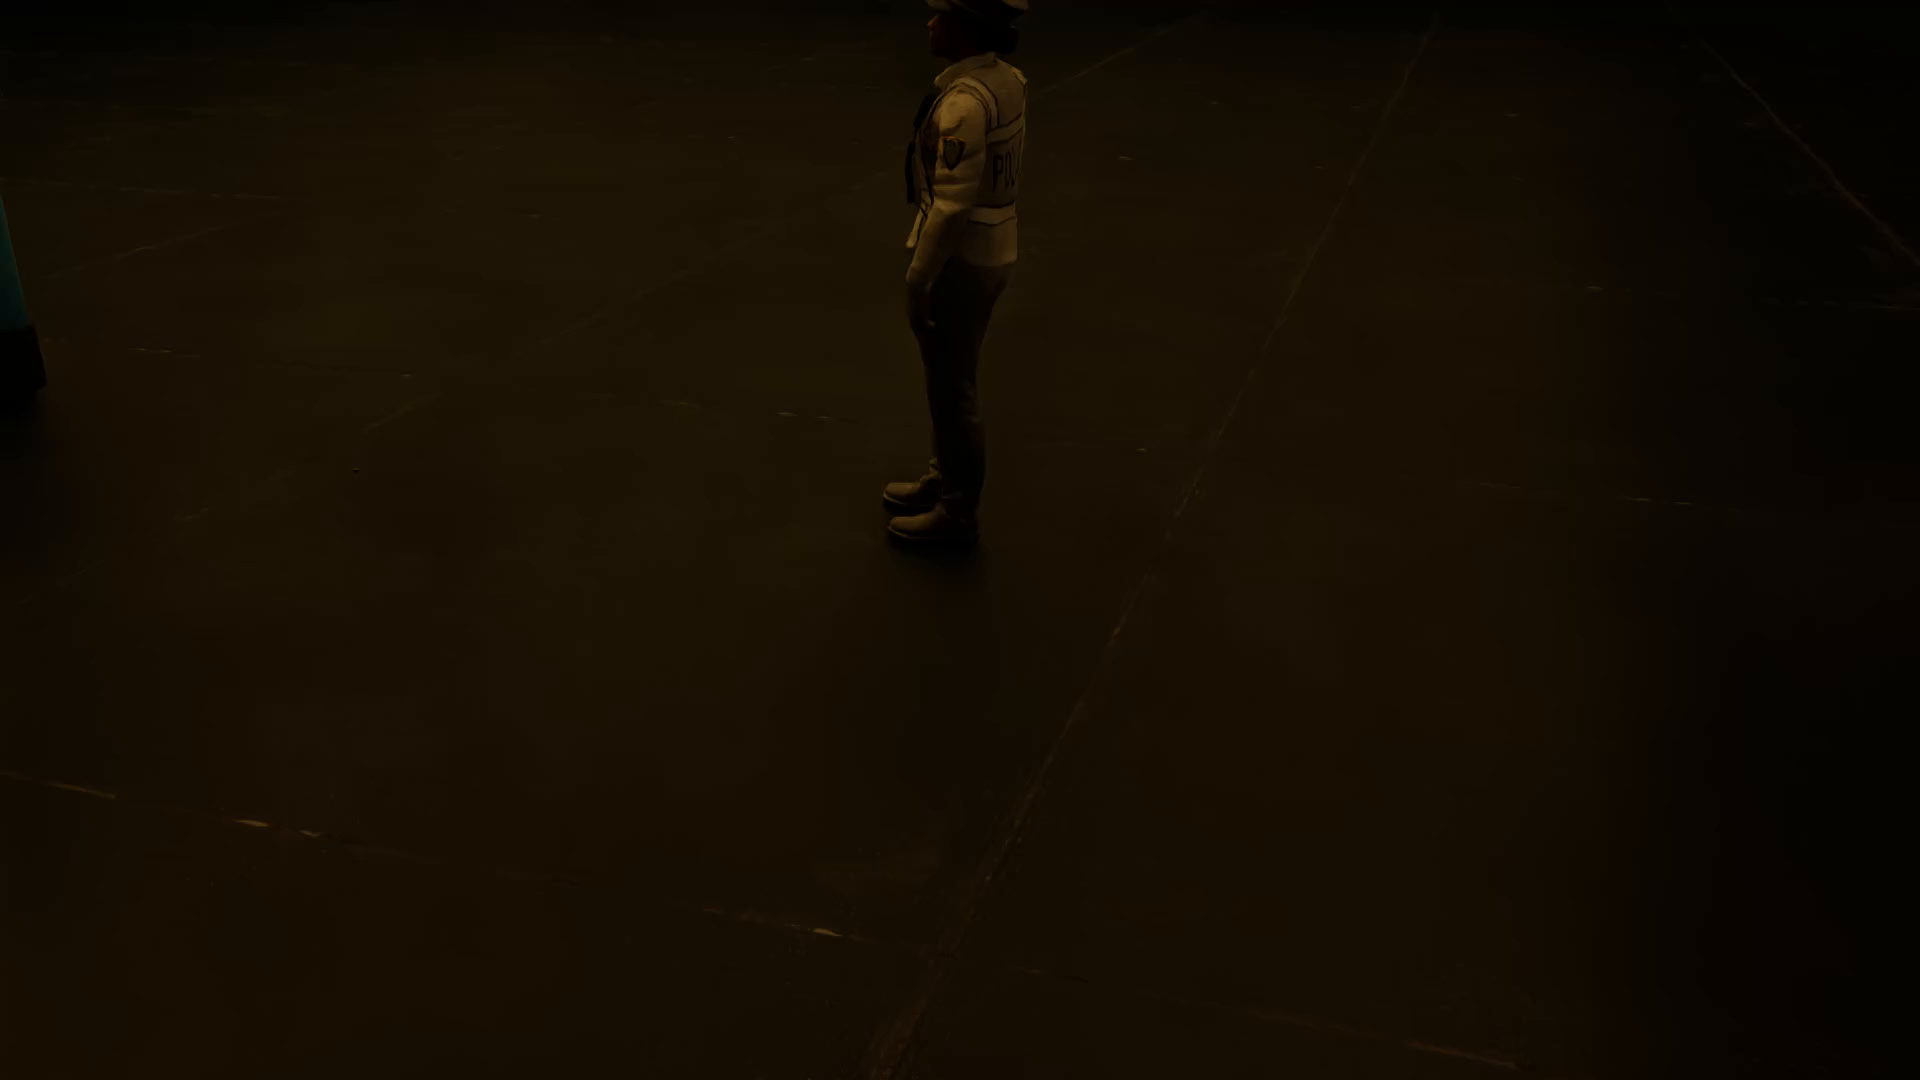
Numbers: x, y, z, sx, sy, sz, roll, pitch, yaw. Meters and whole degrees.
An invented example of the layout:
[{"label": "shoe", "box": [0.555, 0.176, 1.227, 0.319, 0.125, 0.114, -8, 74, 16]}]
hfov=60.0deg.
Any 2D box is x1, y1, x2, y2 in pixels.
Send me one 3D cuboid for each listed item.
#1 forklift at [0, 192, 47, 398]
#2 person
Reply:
[{"label": "forklift", "box": [-4.980, -2.074, 6.304, 3.031, 2.935, 1.130, 16, 27, 34]}, {"label": "person", "box": [-0.063, -0.801, 4.819, 0.533, 1.695, 0.586, 7, 23, 16]}]
